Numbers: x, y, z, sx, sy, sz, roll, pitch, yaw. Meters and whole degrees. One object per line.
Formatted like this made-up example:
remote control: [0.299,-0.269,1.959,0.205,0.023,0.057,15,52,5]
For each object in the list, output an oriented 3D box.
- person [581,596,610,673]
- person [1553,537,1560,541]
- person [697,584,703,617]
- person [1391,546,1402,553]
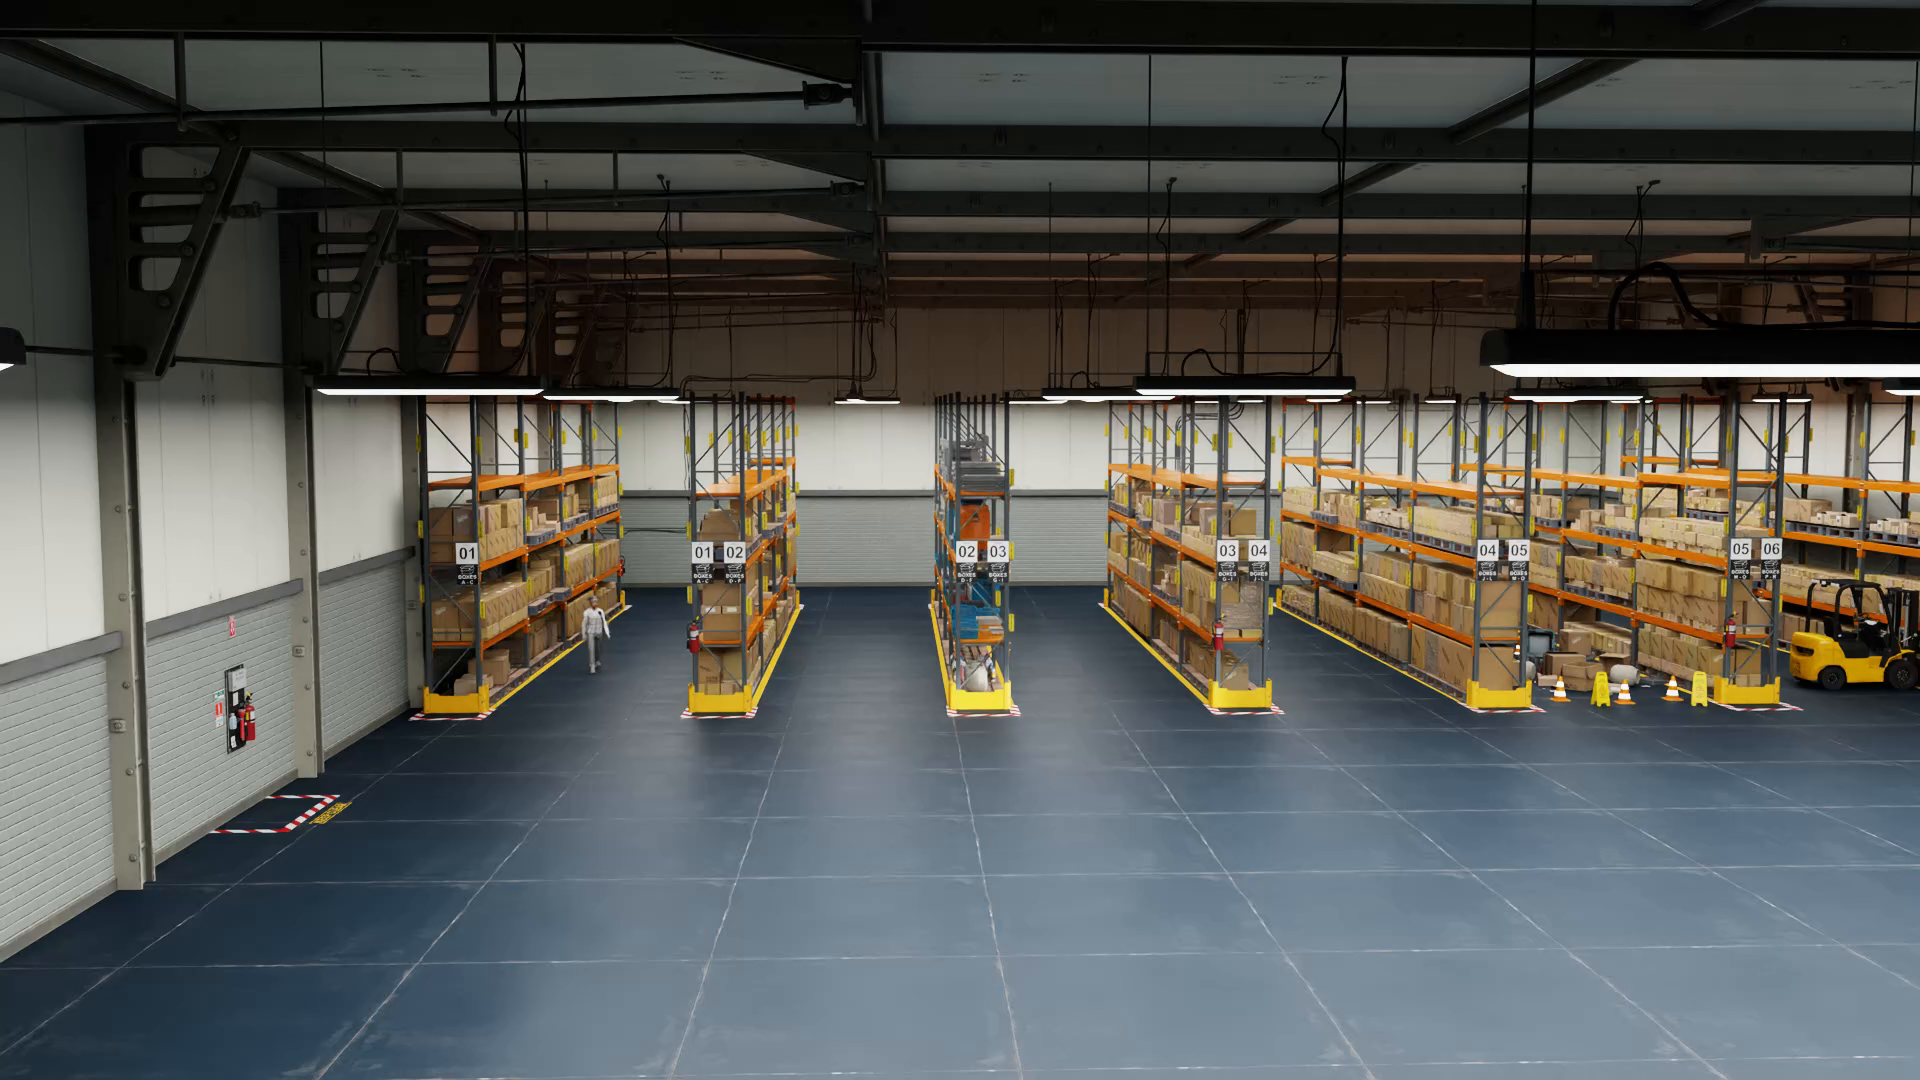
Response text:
person: [-7.881,2.004,35.919,0.582,1.636,1.004,-1,5,-18]
person: [18.302,0.771,50.960,1.023,1.723,0.538,-2,5,-18]
person: [-6.932,1.305,44.833,0.454,1.603,1.060,0,5,1]
person: [13.592,0.772,51.725,0.607,1.581,0.434,-3,5,-33]
